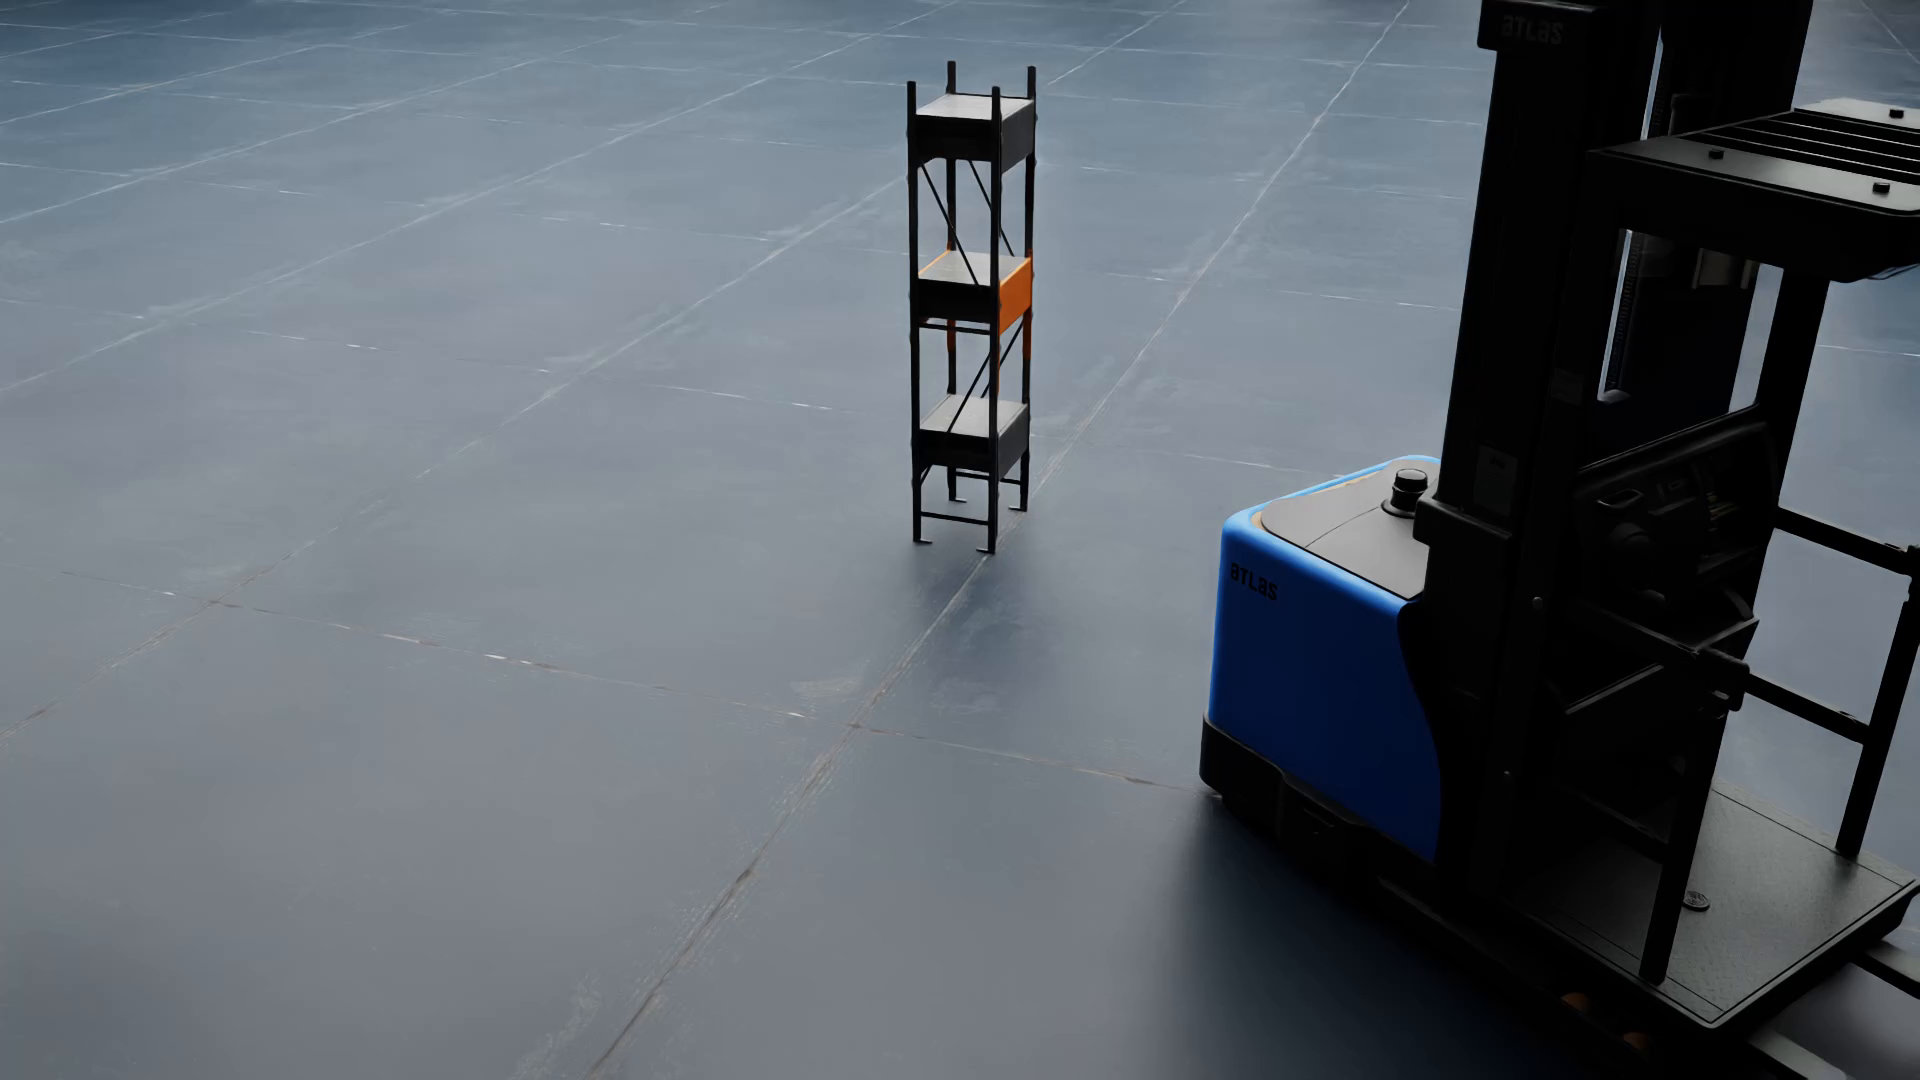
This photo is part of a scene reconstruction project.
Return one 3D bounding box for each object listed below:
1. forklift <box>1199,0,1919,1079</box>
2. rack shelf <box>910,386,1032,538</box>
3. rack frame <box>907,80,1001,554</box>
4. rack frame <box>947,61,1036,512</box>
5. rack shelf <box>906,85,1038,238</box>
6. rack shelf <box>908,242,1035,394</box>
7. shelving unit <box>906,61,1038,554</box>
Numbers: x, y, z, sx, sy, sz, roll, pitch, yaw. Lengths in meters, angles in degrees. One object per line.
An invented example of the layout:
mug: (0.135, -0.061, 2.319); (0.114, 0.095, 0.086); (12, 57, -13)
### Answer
forklift: (2.110, -0.032, 4.452); (1.130, 2.935, 3.031); (-17, 31, -32)
rack shelf: (0.055, -0.371, 7.744); (0.431, 0.518, 0.480); (9, 27, 17)
rack frame: (-0.026, -0.913, 7.226); (0.400, 2.100, 0.015); (9, 27, 17)
rack frame: (0.136, -1.113, 7.640); (0.400, 2.100, 0.015); (9, 27, 17)
rack shelf: (0.055, -1.631, 7.134); (0.431, 0.518, 0.480); (9, 27, 17)
rack shelf: (0.055, -1.001, 7.439); (0.431, 0.518, 0.480); (9, 27, 17)
shelving unit: (0.055, -1.013, 7.433); (0.431, 2.100, 0.503); (9, 27, 17)
